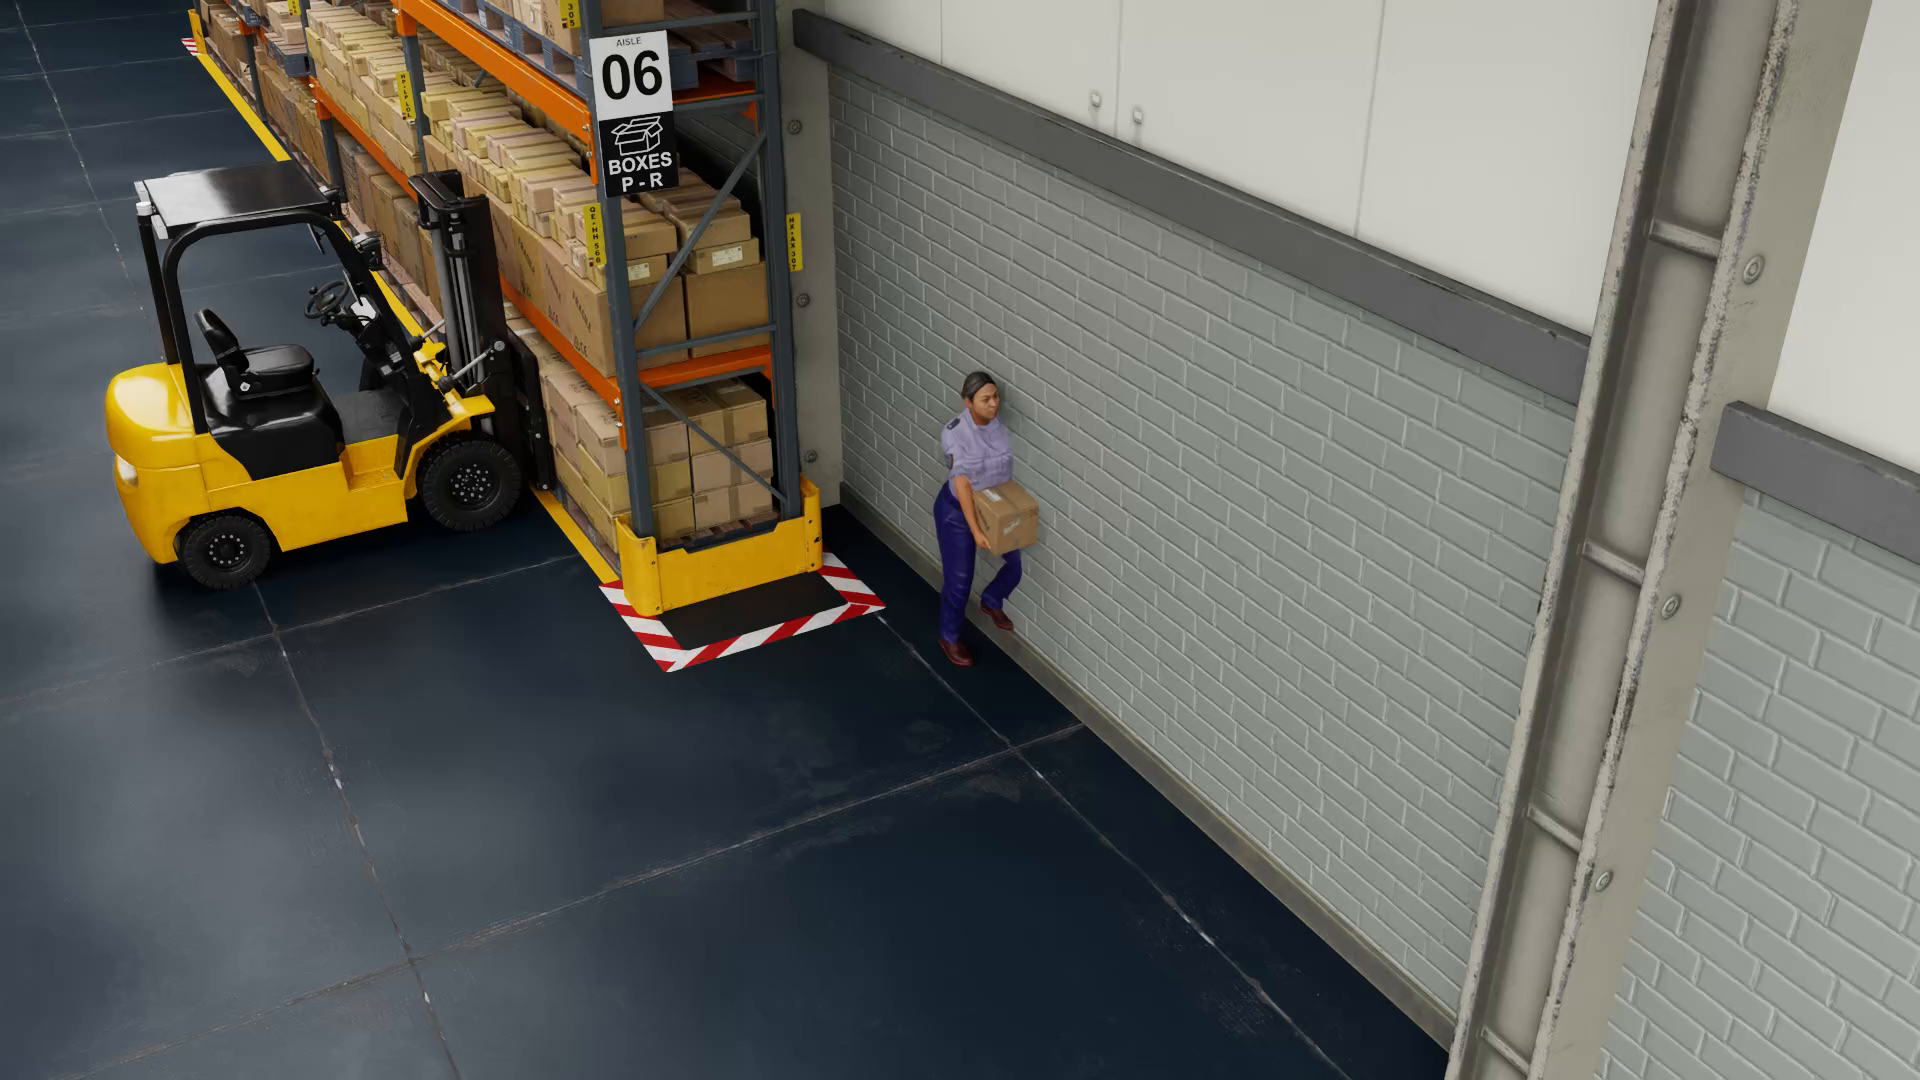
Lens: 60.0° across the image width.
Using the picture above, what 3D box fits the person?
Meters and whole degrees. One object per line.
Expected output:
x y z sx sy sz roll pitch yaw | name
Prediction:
0.144 -0.095 8.772 0.458 1.628 0.539 -17 33 -27 | person
